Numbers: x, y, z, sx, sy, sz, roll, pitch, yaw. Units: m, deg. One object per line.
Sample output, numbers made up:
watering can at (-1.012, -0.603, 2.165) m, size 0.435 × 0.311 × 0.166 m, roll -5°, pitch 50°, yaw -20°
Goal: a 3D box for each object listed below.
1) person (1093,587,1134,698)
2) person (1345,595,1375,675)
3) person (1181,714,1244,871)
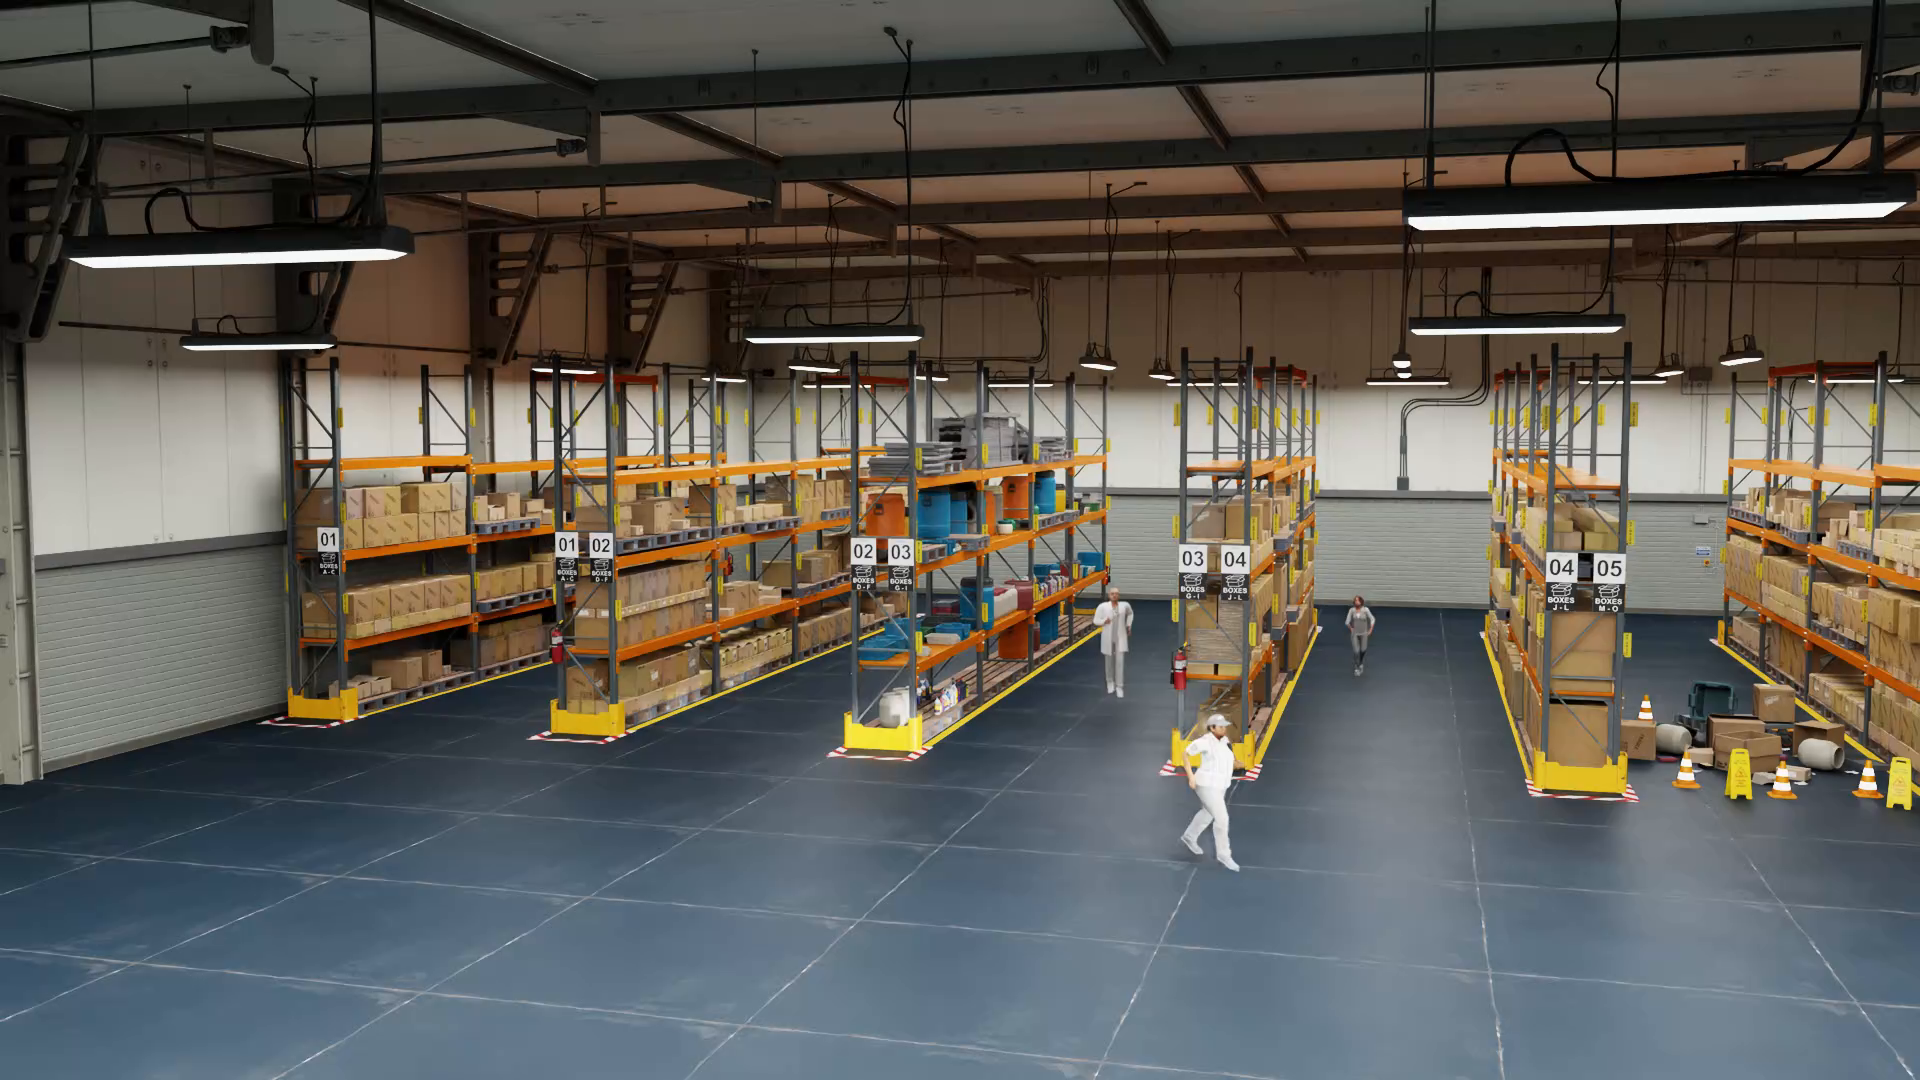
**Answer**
person at (2.617, 1.767, 28.293) m, size 0.698 × 1.738 × 0.916 m, roll 0°, pitch 4°, yaw 2°
person at (7.746, 1.856, 32.254) m, size 0.553 × 1.558 × 0.540 m, roll 1°, pitch 4°, yaw 18°
person at (2.815, 2.792, 18.674) m, size 0.855 × 1.711 × 0.580 m, roll 4°, pitch 6°, yaw 41°
